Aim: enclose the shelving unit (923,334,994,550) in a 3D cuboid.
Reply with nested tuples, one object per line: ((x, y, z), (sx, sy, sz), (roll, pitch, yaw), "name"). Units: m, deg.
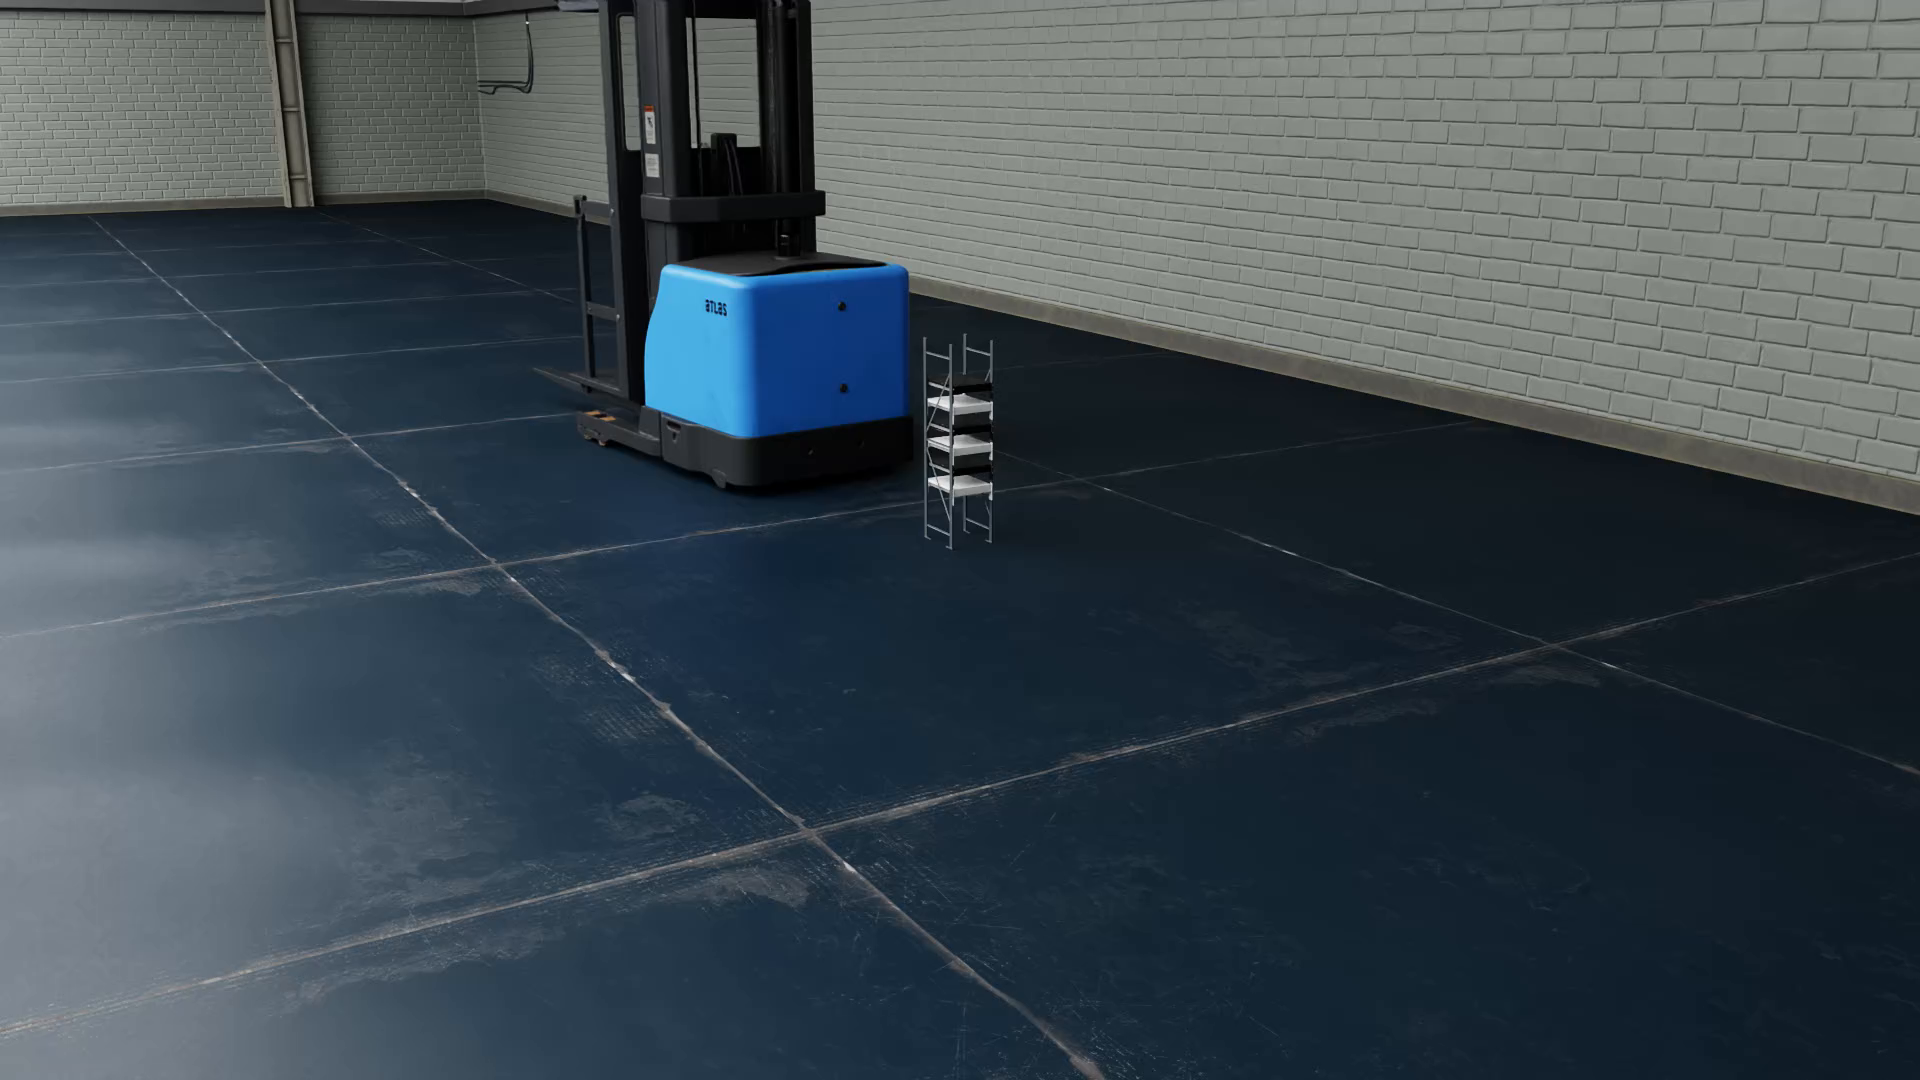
((-0.007, -0.432, 7.284), (0.210, 0.900, 0.258), (-9, 18, -30), "shelving unit")

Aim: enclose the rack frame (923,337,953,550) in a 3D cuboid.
((-0.094, -0.418, 7.234), (0.006, 0.900, 0.240), (-9, 18, -30), "rack frame")

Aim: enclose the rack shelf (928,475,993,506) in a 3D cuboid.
((-0.007, -0.227, 7.342), (0.200, 0.077, 0.258), (-9, 18, -30), "rack shelf")

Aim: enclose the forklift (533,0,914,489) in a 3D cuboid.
((-1.518, -2.002, 9.122), (1.130, 2.935, 3.031), (-11, 19, -35), "forklift")

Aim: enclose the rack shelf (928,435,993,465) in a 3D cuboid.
((-0.007, -0.400, 7.293), (0.200, 0.077, 0.258), (-9, 18, -30), "rack shelf")

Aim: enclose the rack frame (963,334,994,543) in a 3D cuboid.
((0.080, -0.446, 7.335), (0.006, 0.900, 0.240), (-9, 18, -30), "rack frame")

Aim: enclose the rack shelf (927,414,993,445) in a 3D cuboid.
((-0.007, -0.487, 7.269), (0.200, 0.077, 0.258), (-9, 18, -30), "rack shelf")

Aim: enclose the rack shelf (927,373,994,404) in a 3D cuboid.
((-0.007, -0.660, 7.220), (0.200, 0.077, 0.258), (-9, 18, -30), "rack shelf")

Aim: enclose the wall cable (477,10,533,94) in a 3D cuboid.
((-7.165, -8.185, 25.690), (0.112, 2.526, 3.097), (-9, 18, -30), "wall cable")

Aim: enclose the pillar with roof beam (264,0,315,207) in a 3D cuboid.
((-8.154, -8.581, 21.348), (0.400, 9.000, 9.100), (-9, 18, -30), "pillar with roof beam")

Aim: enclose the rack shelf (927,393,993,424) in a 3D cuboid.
((-0.007, -0.573, 7.245), (0.200, 0.077, 0.258), (-9, 18, -30), "rack shelf")

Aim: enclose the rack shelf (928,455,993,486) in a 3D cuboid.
((-0.007, -0.313, 7.318), (0.200, 0.077, 0.258), (-9, 18, -30), "rack shelf")
